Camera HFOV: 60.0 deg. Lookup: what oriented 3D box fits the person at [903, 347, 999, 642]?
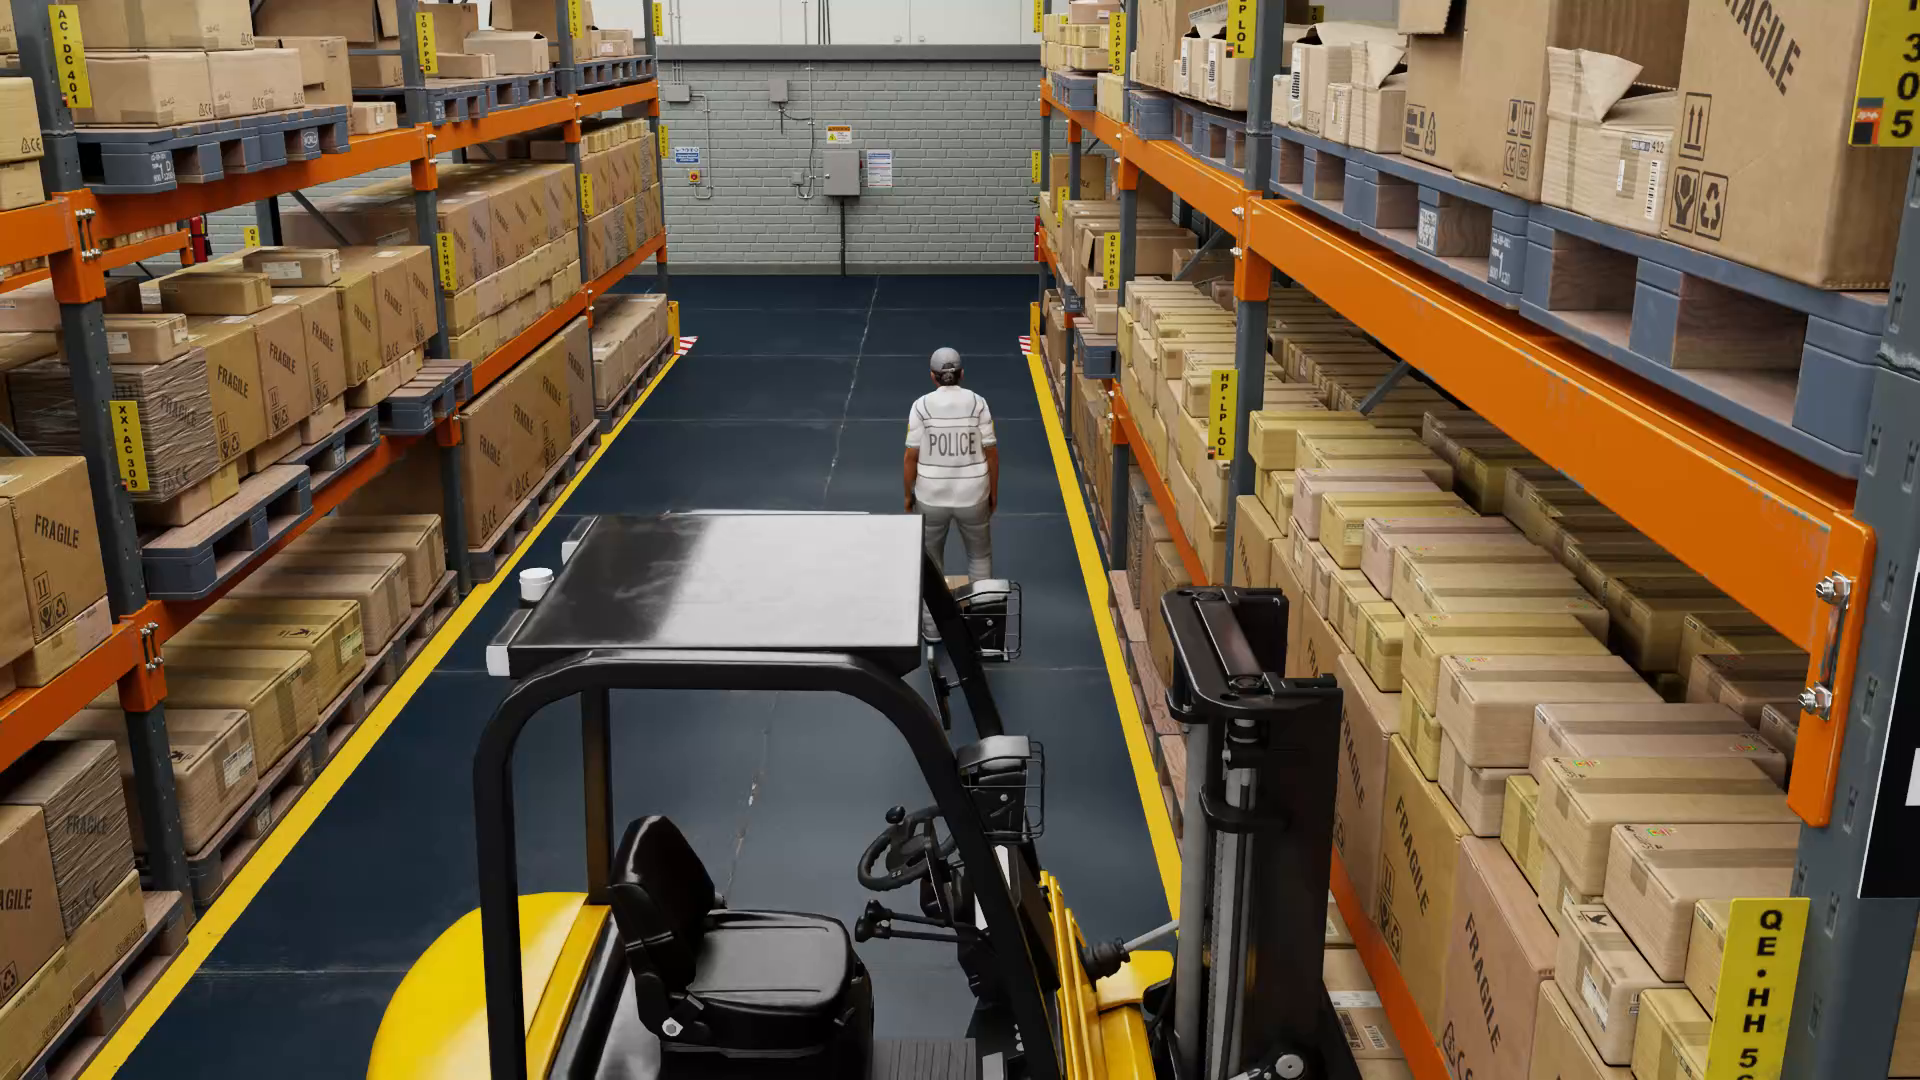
[{"bbox_3d":[-0.035,-0.246,9.325,0.564,1.667,0.464,-1,17,-4],"label":"person"}]
